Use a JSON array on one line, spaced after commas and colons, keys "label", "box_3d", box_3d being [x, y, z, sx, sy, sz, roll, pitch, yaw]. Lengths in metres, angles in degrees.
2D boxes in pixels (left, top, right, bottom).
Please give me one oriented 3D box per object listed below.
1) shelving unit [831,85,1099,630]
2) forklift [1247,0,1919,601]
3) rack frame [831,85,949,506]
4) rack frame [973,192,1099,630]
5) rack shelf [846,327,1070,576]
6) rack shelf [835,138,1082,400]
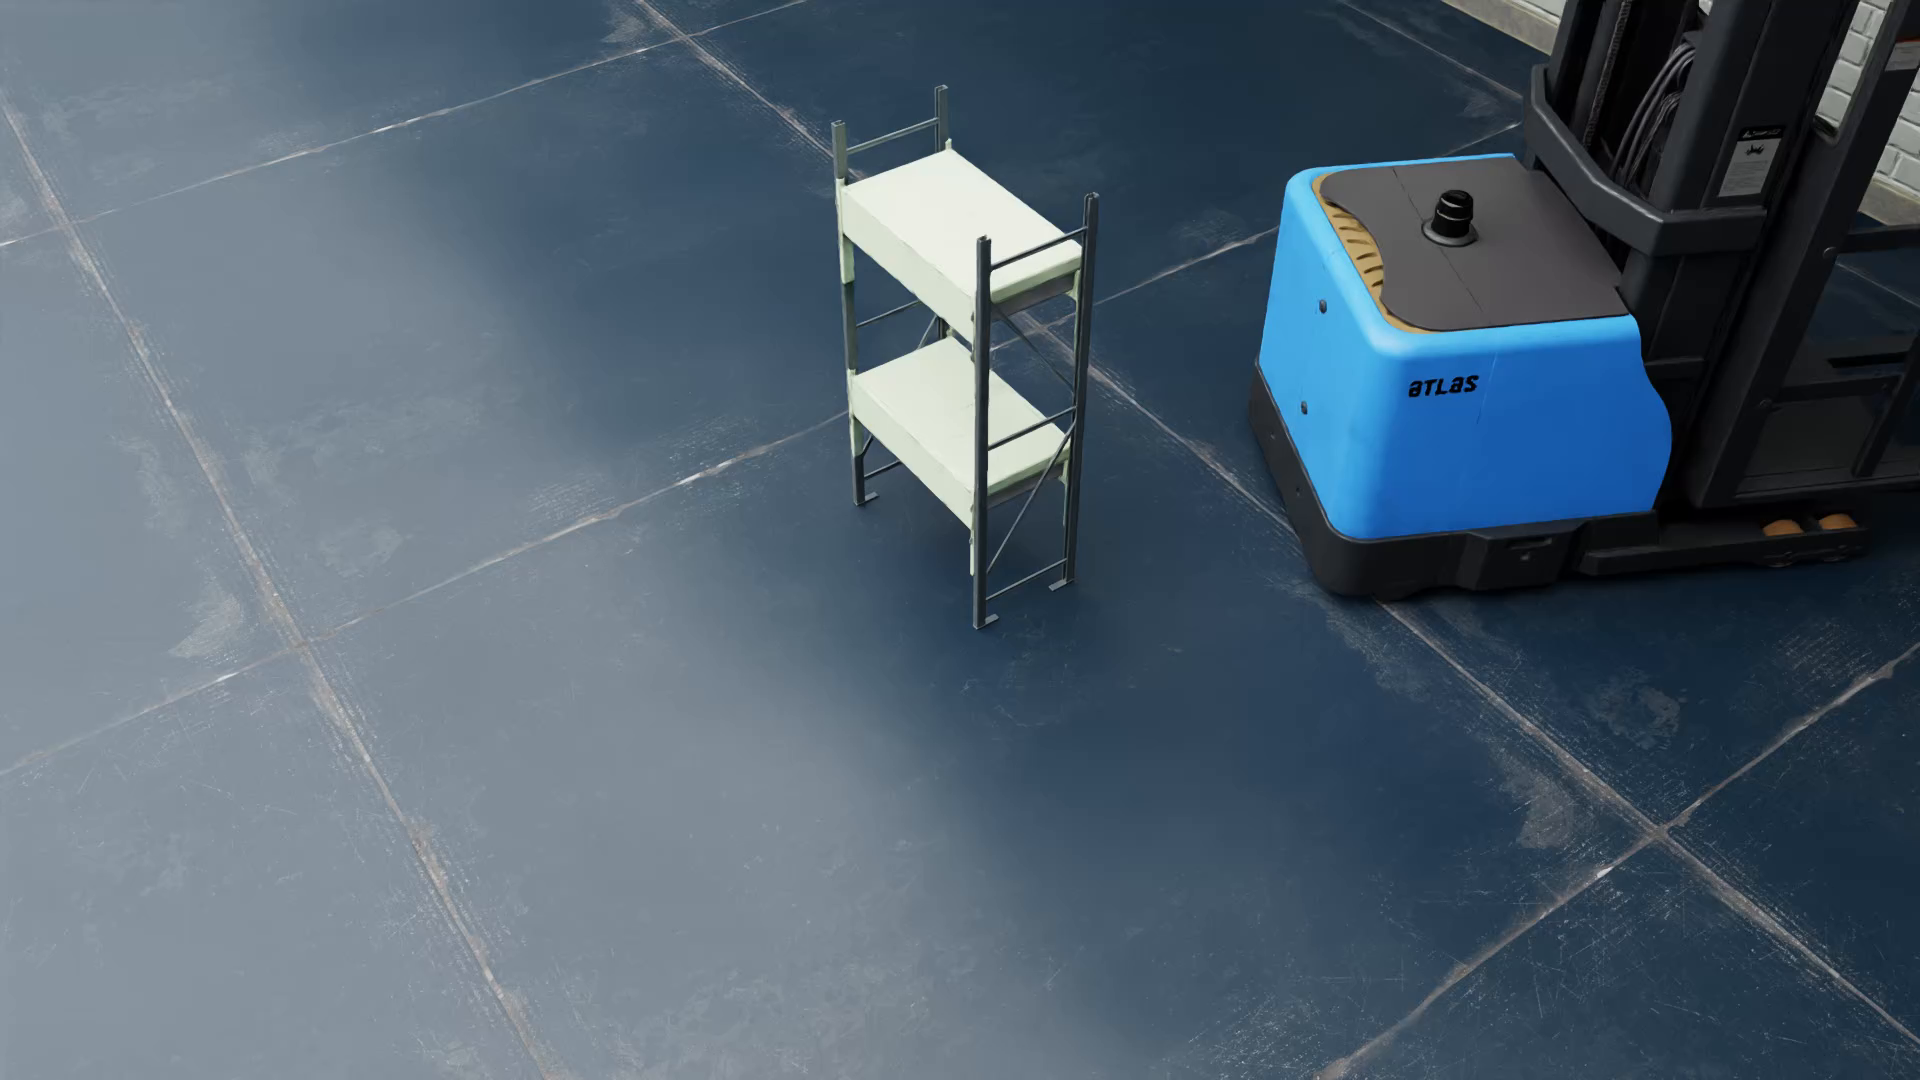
[{"label": "shelving unit", "box_3d": [0.004, -0.539, 5.228, 0.431, 1.500, 0.755, -26, 49, -24]}, {"label": "forklift", "box_3d": [2.619, -1.325, 5.016, 3.031, 2.935, 1.130, -6, 44, -6]}, {"label": "rack frame", "box_3d": [-0.206, -0.746, 5.445, 0.400, 1.500, 0.023, -26, 49, -24]}, {"label": "rack frame", "box_3d": [0.213, -0.331, 5.011, 0.400, 1.500, 0.023, -26, 49, -24]}, {"label": "rack shelf", "box_3d": [0.004, -0.303, 5.453, 0.431, 0.370, 0.720, -26, 49, -24]}, {"label": "rack shelf", "box_3d": [0.004, -0.821, 4.959, 0.431, 0.370, 0.720, -26, 49, -24]}]
